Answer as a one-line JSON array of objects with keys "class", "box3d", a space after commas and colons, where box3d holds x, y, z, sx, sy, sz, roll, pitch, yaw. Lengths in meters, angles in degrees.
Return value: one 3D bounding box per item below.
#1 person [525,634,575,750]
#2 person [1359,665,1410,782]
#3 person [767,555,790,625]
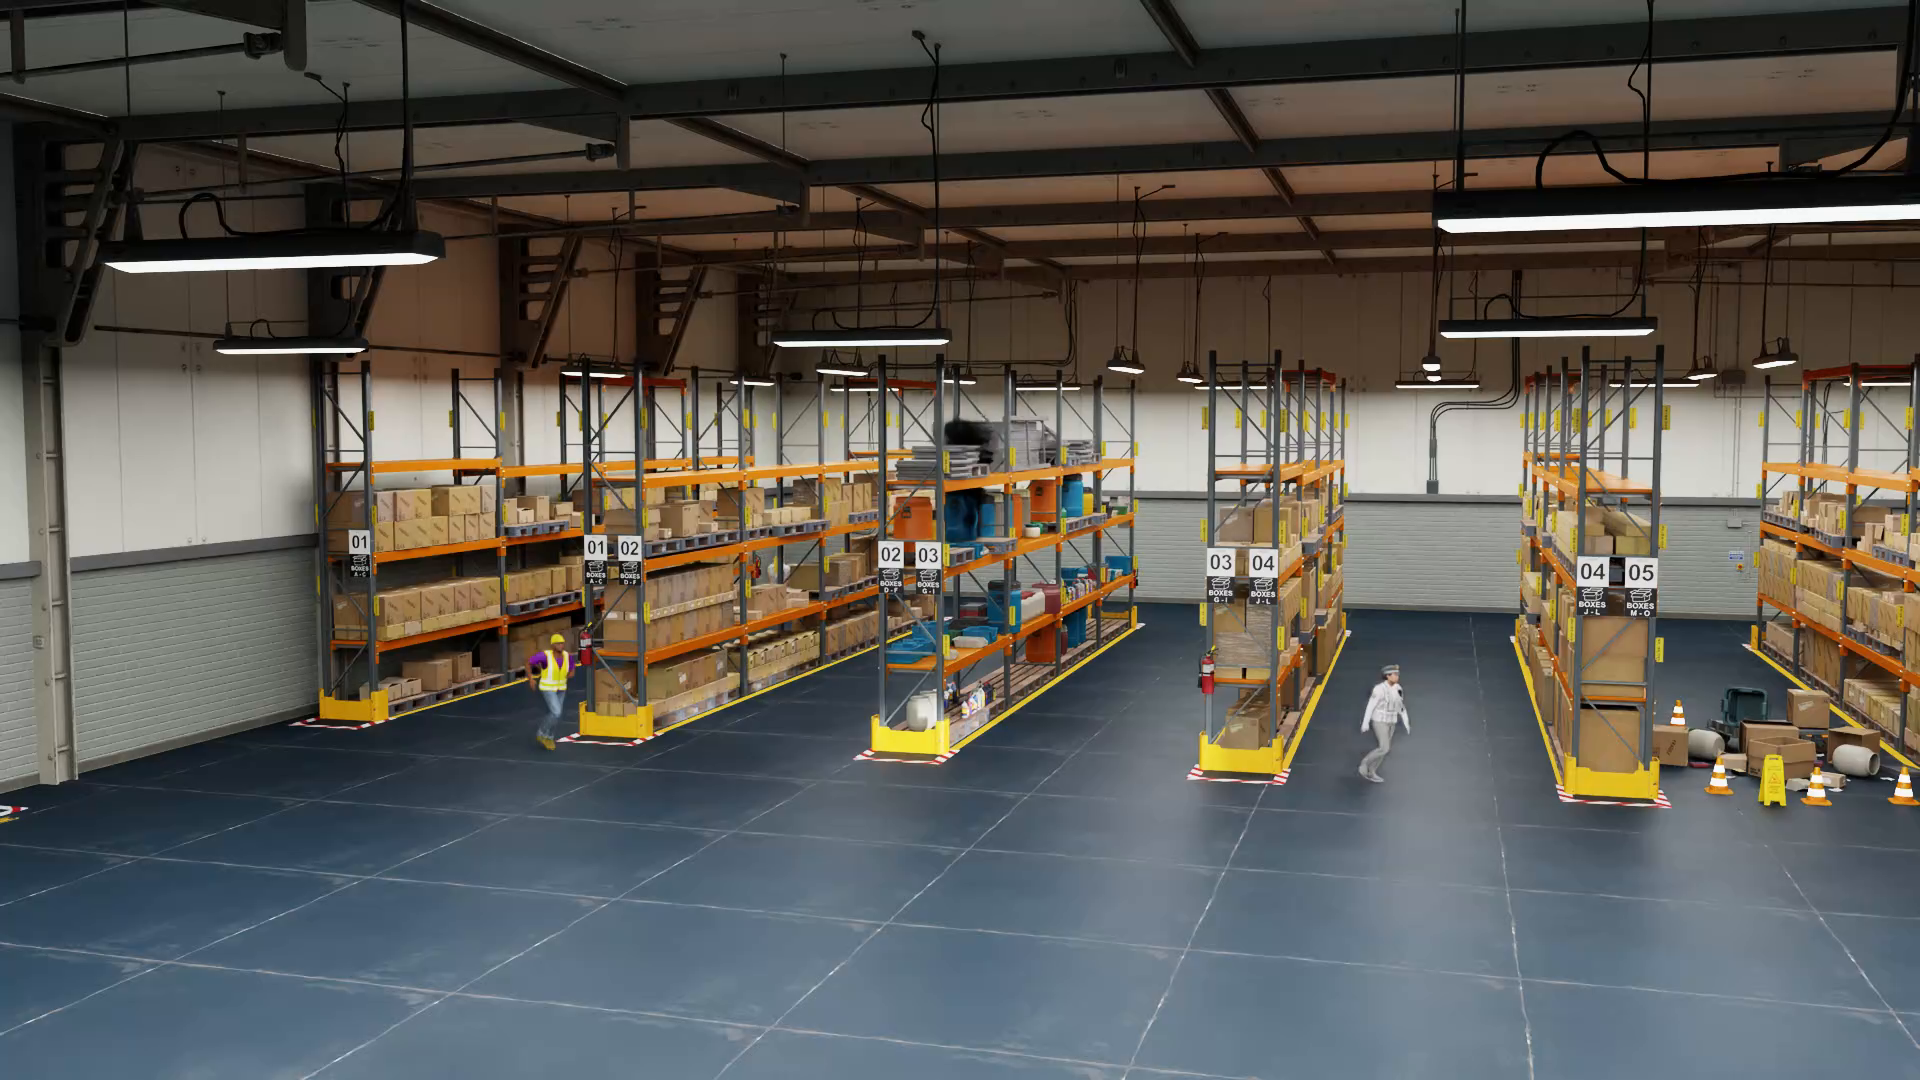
[{"class": "person", "box3d": [-6.248, 2.335, 25.495, 0.701, 1.800, 0.712, 4, 5, 42]}, {"class": "person", "box3d": [5.880, 2.534, 23.033, 0.603, 1.655, 0.542, -3, 5, -34]}, {"class": "person", "box3d": [-4.466, 1.213, 41.294, 0.649, 1.717, 0.984, 1, 4, 15]}]
